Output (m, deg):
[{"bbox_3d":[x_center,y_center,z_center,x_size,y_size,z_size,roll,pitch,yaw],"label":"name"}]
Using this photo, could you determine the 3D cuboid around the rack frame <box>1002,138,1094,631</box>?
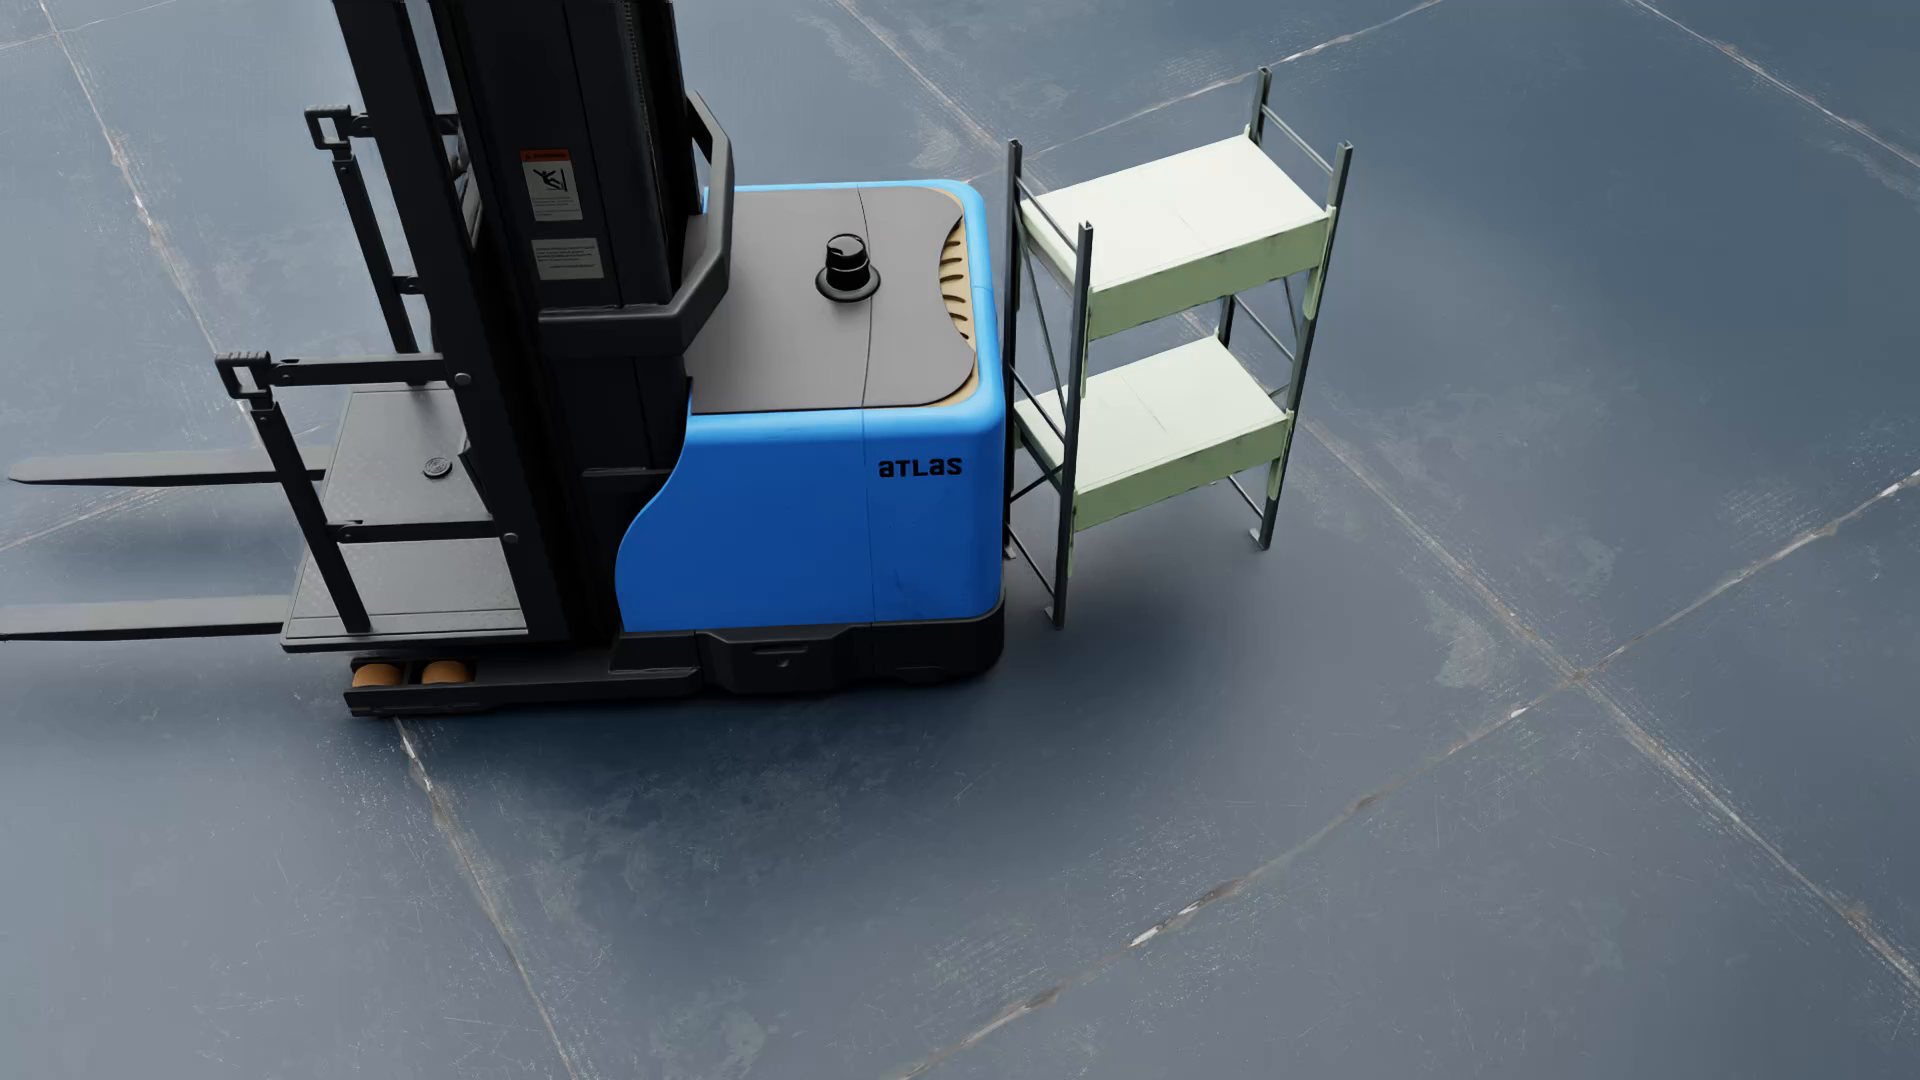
[{"bbox_3d":[0.217,-0.363,4.569,0.023,1.500,0.400,-20,51,-17],"label":"rack frame"}]

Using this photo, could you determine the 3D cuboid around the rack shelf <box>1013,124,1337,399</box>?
[{"bbox_3d":[0.546,-0.742,4.384,0.720,0.370,0.431,-20,51,-17],"label":"rack shelf"}]

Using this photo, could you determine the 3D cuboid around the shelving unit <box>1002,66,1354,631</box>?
[{"bbox_3d":[0.546,-0.483,4.676,0.755,1.500,0.431,-20,51,-17],"label":"shelving unit"}]

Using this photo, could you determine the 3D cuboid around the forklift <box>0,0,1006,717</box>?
[{"bbox_3d":[-1.408,-0.874,4.066,3.031,2.935,1.130,-2,48,-2],"label":"forklift"}]

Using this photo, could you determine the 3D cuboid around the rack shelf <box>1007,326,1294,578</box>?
[{"bbox_3d":[0.546,-0.266,4.919,0.720,0.370,0.431,-20,51,-17],"label":"rack shelf"}]

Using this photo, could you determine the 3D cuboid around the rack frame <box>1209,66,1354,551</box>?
[{"bbox_3d":[0.875,-0.602,4.782,0.023,1.500,0.400,-20,51,-17],"label":"rack frame"}]
